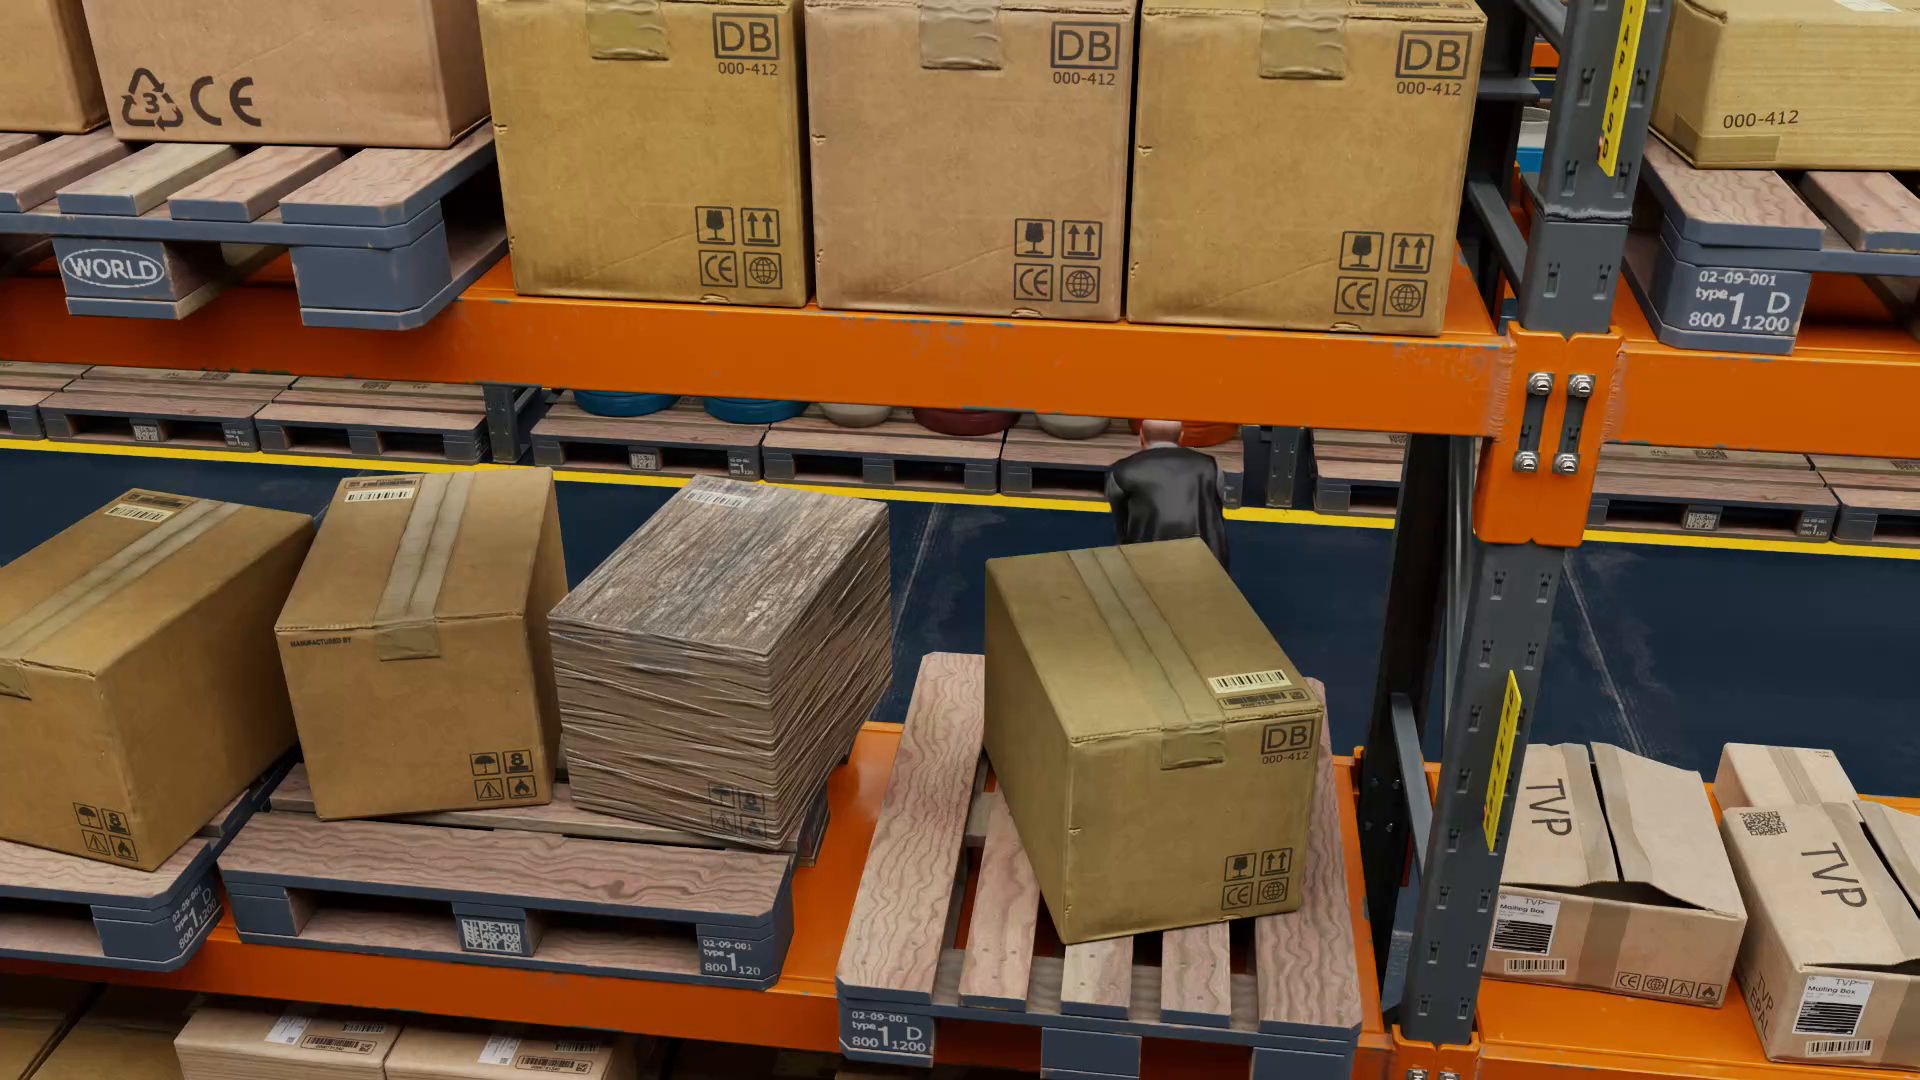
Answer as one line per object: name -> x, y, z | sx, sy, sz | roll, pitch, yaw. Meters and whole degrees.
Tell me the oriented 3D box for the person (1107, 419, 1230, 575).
person -> 0.858, 0.021, 6.905 | 0.515, 0.984, 0.843 | 3, 28, 5
